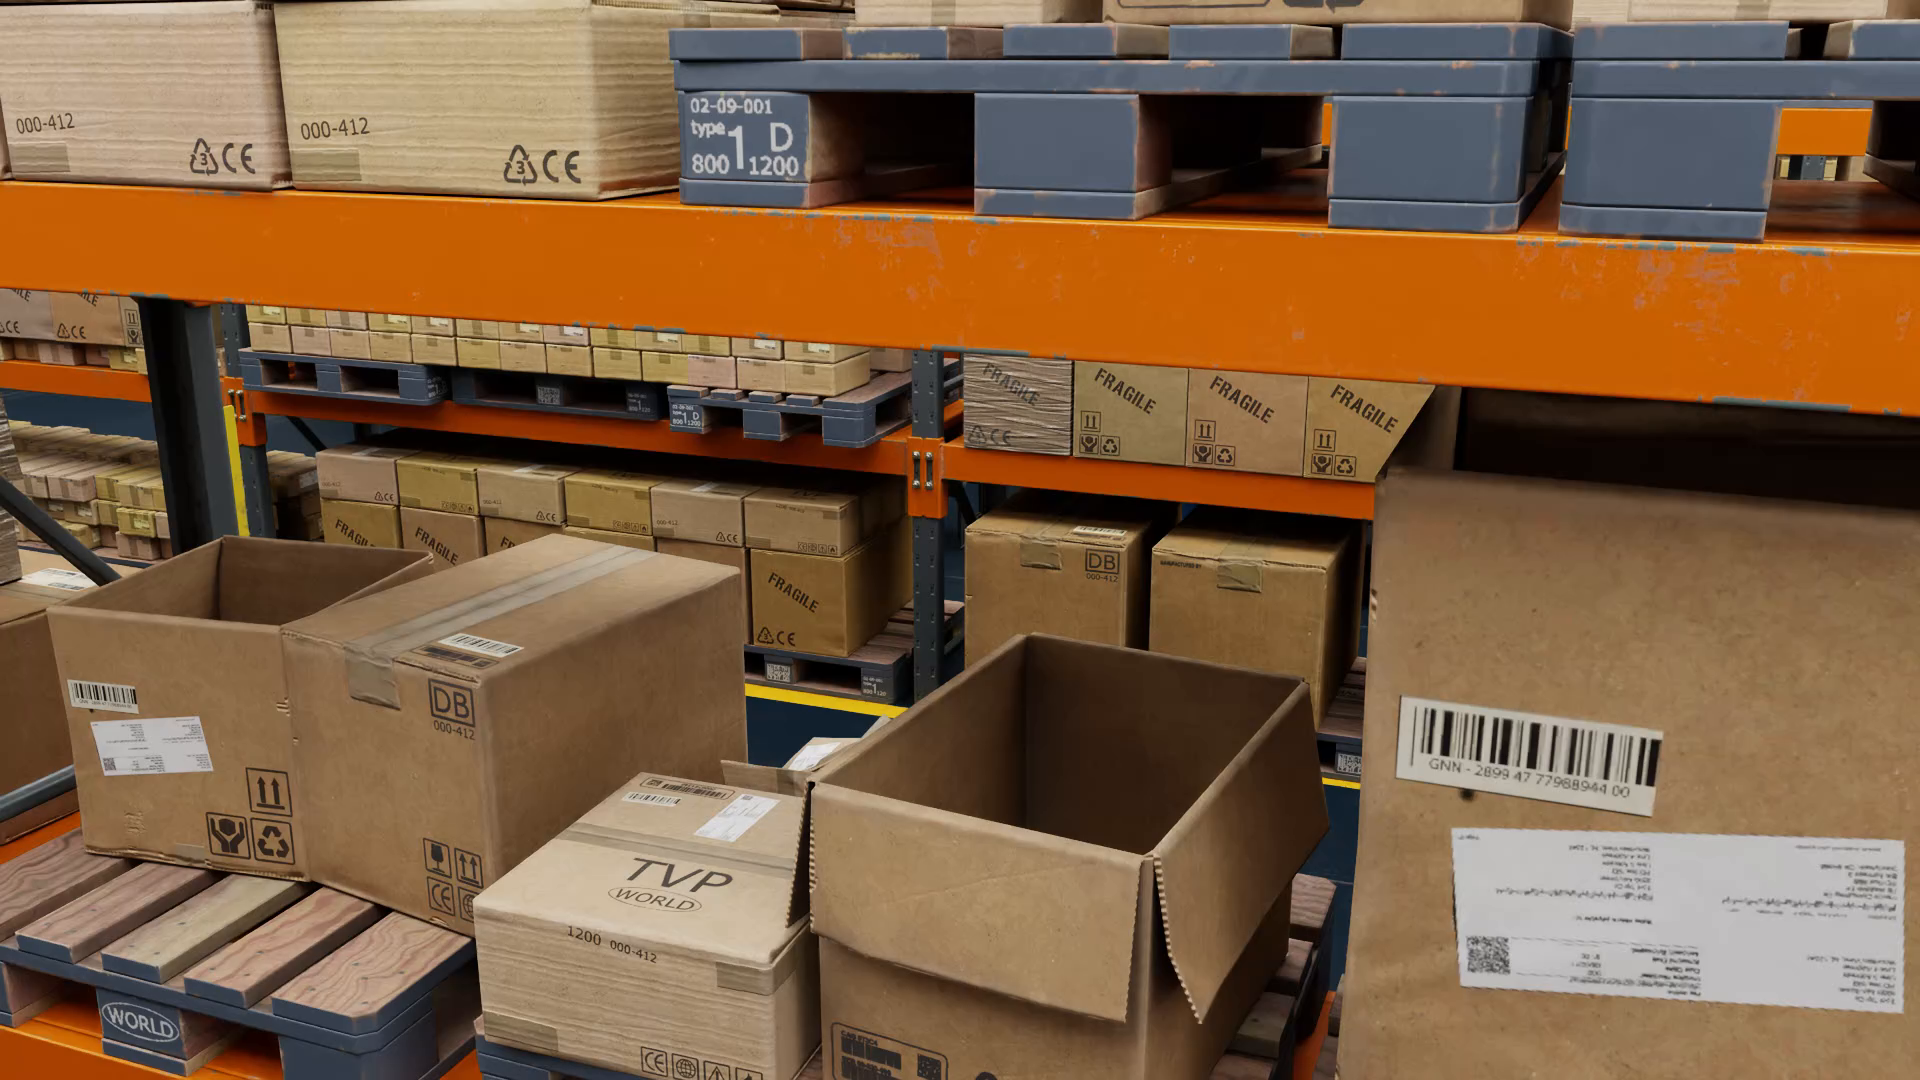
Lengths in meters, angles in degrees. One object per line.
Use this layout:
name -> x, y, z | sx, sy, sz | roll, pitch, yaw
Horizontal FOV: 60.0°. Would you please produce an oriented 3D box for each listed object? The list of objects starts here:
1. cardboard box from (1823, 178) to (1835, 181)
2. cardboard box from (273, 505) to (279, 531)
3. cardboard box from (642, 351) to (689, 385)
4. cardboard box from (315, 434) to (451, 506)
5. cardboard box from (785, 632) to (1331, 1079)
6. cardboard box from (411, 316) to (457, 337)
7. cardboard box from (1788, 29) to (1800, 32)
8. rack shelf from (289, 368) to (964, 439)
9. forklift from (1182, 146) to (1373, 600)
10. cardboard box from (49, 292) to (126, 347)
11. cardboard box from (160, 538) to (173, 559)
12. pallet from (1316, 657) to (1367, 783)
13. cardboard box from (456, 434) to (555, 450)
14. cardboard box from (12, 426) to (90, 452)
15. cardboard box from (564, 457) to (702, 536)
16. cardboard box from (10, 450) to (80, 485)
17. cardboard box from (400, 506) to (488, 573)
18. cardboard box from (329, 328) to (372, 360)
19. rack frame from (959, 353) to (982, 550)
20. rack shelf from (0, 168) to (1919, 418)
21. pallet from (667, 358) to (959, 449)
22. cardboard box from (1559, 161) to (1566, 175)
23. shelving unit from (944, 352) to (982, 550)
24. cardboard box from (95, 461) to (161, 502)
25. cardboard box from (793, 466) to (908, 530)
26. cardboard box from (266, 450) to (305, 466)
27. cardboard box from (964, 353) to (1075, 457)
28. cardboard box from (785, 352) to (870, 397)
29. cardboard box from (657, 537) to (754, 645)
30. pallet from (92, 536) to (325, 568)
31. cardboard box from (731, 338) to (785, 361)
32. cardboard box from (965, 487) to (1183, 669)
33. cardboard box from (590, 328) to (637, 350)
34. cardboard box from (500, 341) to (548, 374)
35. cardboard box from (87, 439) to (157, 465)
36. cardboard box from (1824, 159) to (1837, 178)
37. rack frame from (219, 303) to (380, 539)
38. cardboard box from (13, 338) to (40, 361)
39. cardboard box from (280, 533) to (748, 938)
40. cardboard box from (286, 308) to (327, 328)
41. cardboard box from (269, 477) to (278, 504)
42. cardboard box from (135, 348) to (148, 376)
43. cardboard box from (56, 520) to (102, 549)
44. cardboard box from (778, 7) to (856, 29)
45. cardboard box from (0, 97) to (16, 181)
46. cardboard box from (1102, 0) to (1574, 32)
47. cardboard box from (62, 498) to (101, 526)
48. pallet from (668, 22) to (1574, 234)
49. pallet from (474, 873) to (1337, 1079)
cardboard box -> 7.723, -3.165, 14.853 | 0.250, 0.149, 0.380 | 7, 17, 22
cardboard box -> -4.110, -0.094, 9.445 | 0.250, 0.149, 0.380 | 7, 17, 22
cardboard box -> -1.307, -0.851, 7.921 | 0.250, 0.149, 0.380 | 6, 17, 20
cardboard box -> -3.110, -0.386, 9.009 | 0.500, 0.250, 0.500 | 5, 17, 18
cardboard box -> 0.181, 0.521, 2.561 | 0.637, 0.503, 0.797 | 8, 18, 26
cardboard box -> -2.527, -1.128, 8.341 | 0.250, 0.149, 0.380 | 7, 18, 23
cardboard box -> 3.026, -2.000, 6.138 | 0.500, 0.250, 0.500 | 6, 17, 21
rack shelf -> -1.840, -0.713, 8.689 | 3.809, 0.124, 0.919 | 6, 17, 21
forklift -> 2.292, -1.196, 9.536 | 3.031, 2.935, 1.130 | 5, 17, 16
cardboard box -> -4.737, -1.390, 9.367 | 0.500, 0.500, 0.500 | 6, 17, 19
cardboard box -> -4.401, -0.002, 9.659 | 0.250, 0.149, 0.380 | 7, 18, 22
pallet -> 1.857, 0.805, 7.523 | 1.213, 0.211, 1.003 | 6, 17, 21
cardboard box -> -2.442, -0.464, 9.276 | 0.500, 0.250, 0.500 | 7, 18, 23
cardboard box -> -5.848, -0.618, 10.715 | 0.250, 0.149, 0.380 | 7, 18, 23
cardboard box -> -1.653, -0.228, 8.464 | 0.500, 0.250, 0.500 | 7, 17, 22
cardboard box -> -5.558, -0.424, 10.049 | 0.250, 0.149, 0.380 | 6, 17, 21
cardboard box -> -2.618, 0.028, 8.928 | 0.500, 0.500, 0.500 | 7, 18, 23
cardboard box -> -3.012, -1.037, 8.563 | 0.250, 0.149, 0.380 | 6, 17, 21
rack frame -> 0.073, -1.000, 10.353 | 0.015, 2.100, 0.400 | 6, 17, 21
rack shelf -> -0.033, -0.374, 2.493 | 4.000, 0.370, 1.077 | 6, 17, 21
pallet -> -0.682, -0.713, 8.094 | 1.003, 0.211, 1.213 | 6, 17, 21
cardboard box -> 4.042, -2.427, 11.023 | 0.250, 0.149, 0.380 | 6, 17, 18
shelving unit -> -0.154, -1.025, 10.439 | 0.503, 2.100, 0.431 | 6, 17, 21
cardboard box -> -4.826, -0.342, 9.766 | 0.250, 0.149, 0.380 | 7, 18, 22
cardboard box -> -0.532, -0.255, 8.556 | 0.500, 0.250, 0.500 | 5, 17, 18
cardboard box -> -4.180, -0.420, 10.033 | 0.250, 0.149, 0.380 | 7, 18, 23
cardboard box -> 0.339, -0.692, 7.498 | 0.500, 0.500, 0.500 | 6, 17, 21
cardboard box -> -0.607, -0.772, 7.651 | 0.250, 0.149, 0.380 | 7, 17, 22
cardboard box -> -1.169, 0.185, 8.385 | 0.500, 0.500, 0.500 | 7, 18, 23
pallet -> -4.338, 0.111, 9.914 | 1.213, 0.211, 1.003 | 6, 17, 21
cardboard box -> -0.855, -0.943, 7.706 | 0.250, 0.149, 0.380 | 7, 18, 23
cardboard box -> 0.554, 0.204, 7.871 | 0.750, 0.750, 1.050 | 6, 17, 20
cardboard box -> -1.564, -1.021, 7.975 | 0.250, 0.149, 0.380 | 6, 17, 20
cardboard box -> -2.053, -0.932, 8.200 | 0.250, 0.149, 0.380 | 5, 17, 18
cardboard box -> -5.174, -0.507, 10.334 | 0.250, 0.149, 0.380 | 6, 17, 18
cardboard box -> 7.752, -3.327, 14.876 | 0.250, 0.149, 0.380 | 7, 17, 21
rack frame -> -3.701, -1.169, 9.320 | 0.127, 3.000, 1.000 | 6, 17, 21
cardboard box -> -5.270, -1.151, 9.707 | 0.250, 0.149, 0.380 | 6, 17, 20
cardboard box -> -0.821, 0.343, 3.181 | 0.500, 0.500, 0.700 | 9, 19, 29
cardboard box -> -3.261, -1.207, 8.616 | 0.250, 0.149, 0.380 | 6, 17, 20
cardboard box -> -4.127, -0.256, 9.469 | 0.250, 0.149, 0.380 | 7, 18, 22
cardboard box -> -4.332, -1.015, 9.240 | 0.250, 0.149, 0.380 | 6, 17, 19
cardboard box -> -5.153, -0.059, 9.858 | 0.250, 0.149, 0.380 | 6, 17, 21
cardboard box -> -0.429, -0.768, 2.828 | 0.500, 0.250, 0.500 | 7, 18, 22
cardboard box -> -1.550, -0.738, 2.725 | 0.500, 0.250, 0.500 | 7, 17, 22
cardboard box -> 0.550, -0.936, 2.200 | 0.637, 0.503, 0.797 | 7, 18, 23
cardboard box -> -5.064, -0.214, 9.856 | 0.250, 0.149, 0.380 | 7, 17, 22
pallet -> 0.326, -0.621, 2.389 | 1.003, 0.211, 1.213 | 6, 17, 21
pallet -> -0.037, 0.800, 2.881 | 1.213, 0.211, 1.003 | 6, 17, 21
